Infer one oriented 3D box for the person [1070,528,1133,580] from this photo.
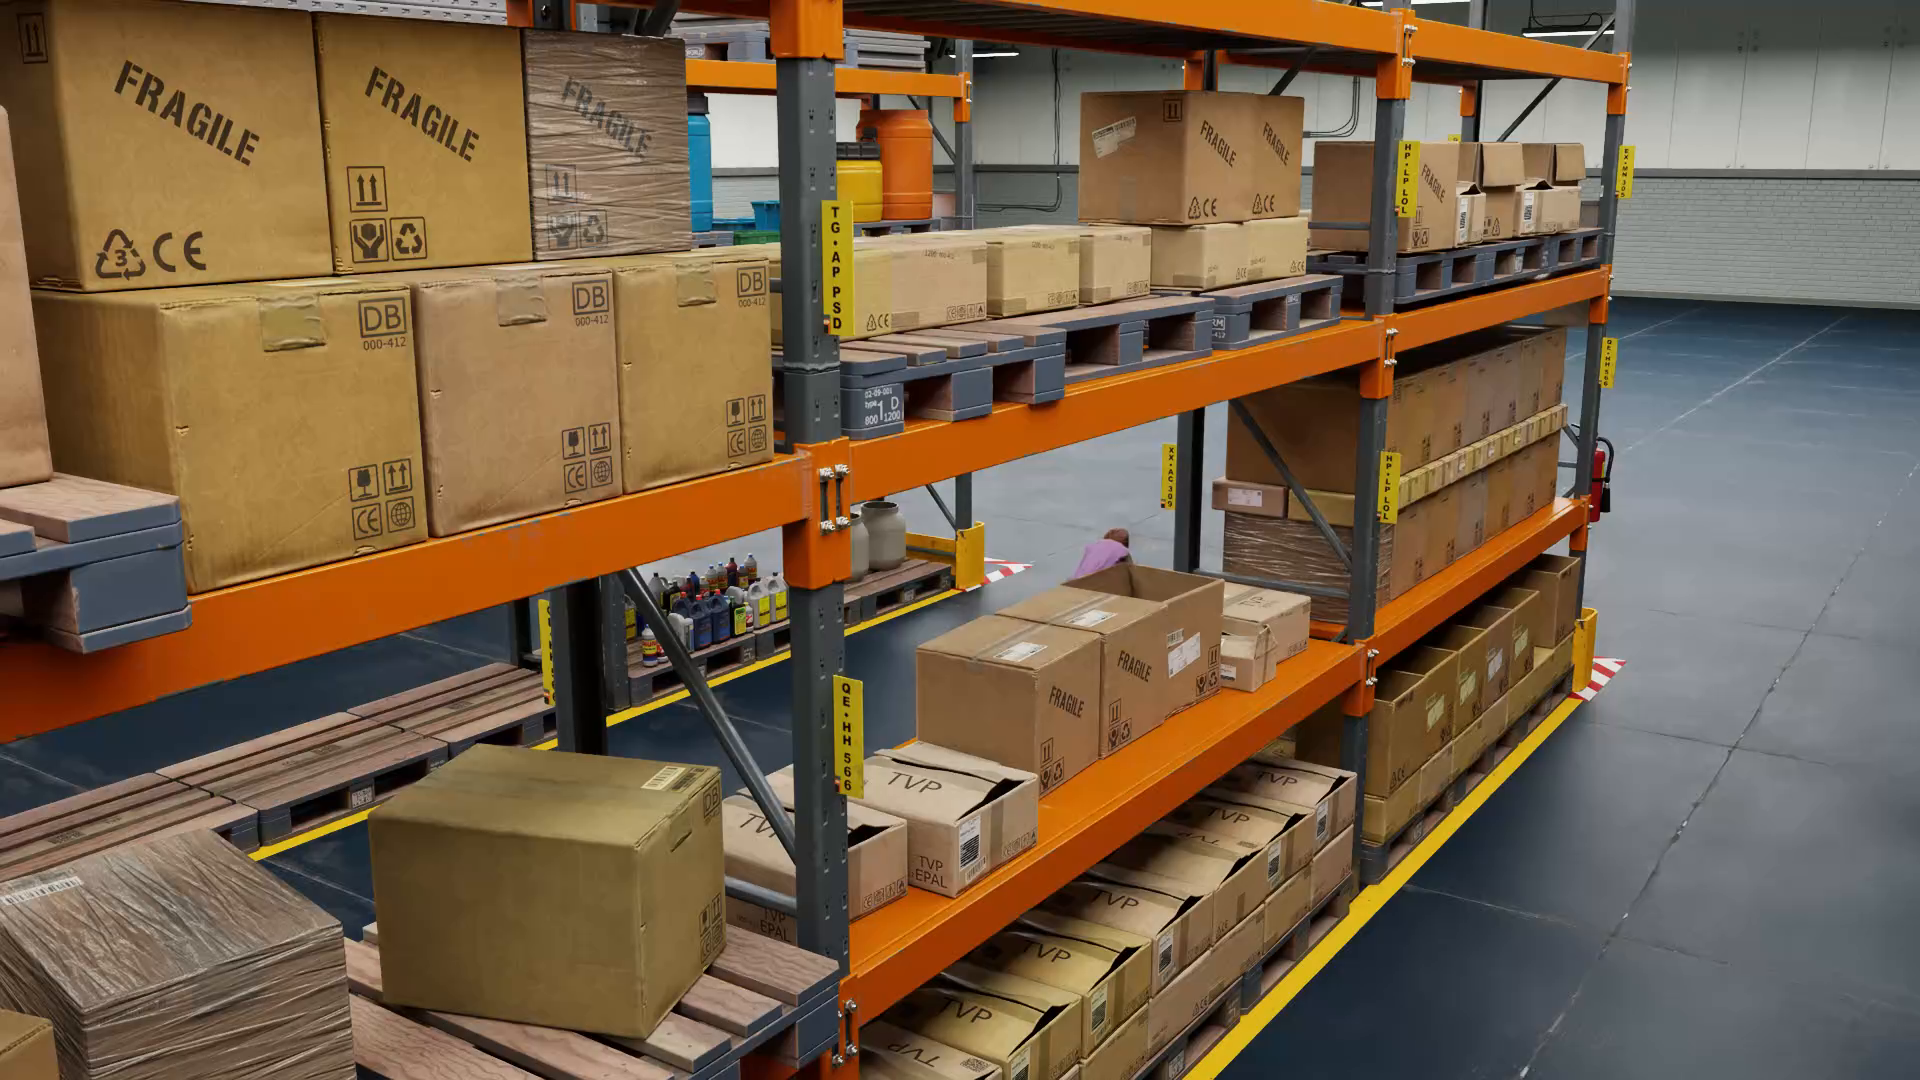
[{"bbox_3d":[1.068,0.342,12.388,0.436,0.767,0.806,9,16,33],"label":"person"}]
